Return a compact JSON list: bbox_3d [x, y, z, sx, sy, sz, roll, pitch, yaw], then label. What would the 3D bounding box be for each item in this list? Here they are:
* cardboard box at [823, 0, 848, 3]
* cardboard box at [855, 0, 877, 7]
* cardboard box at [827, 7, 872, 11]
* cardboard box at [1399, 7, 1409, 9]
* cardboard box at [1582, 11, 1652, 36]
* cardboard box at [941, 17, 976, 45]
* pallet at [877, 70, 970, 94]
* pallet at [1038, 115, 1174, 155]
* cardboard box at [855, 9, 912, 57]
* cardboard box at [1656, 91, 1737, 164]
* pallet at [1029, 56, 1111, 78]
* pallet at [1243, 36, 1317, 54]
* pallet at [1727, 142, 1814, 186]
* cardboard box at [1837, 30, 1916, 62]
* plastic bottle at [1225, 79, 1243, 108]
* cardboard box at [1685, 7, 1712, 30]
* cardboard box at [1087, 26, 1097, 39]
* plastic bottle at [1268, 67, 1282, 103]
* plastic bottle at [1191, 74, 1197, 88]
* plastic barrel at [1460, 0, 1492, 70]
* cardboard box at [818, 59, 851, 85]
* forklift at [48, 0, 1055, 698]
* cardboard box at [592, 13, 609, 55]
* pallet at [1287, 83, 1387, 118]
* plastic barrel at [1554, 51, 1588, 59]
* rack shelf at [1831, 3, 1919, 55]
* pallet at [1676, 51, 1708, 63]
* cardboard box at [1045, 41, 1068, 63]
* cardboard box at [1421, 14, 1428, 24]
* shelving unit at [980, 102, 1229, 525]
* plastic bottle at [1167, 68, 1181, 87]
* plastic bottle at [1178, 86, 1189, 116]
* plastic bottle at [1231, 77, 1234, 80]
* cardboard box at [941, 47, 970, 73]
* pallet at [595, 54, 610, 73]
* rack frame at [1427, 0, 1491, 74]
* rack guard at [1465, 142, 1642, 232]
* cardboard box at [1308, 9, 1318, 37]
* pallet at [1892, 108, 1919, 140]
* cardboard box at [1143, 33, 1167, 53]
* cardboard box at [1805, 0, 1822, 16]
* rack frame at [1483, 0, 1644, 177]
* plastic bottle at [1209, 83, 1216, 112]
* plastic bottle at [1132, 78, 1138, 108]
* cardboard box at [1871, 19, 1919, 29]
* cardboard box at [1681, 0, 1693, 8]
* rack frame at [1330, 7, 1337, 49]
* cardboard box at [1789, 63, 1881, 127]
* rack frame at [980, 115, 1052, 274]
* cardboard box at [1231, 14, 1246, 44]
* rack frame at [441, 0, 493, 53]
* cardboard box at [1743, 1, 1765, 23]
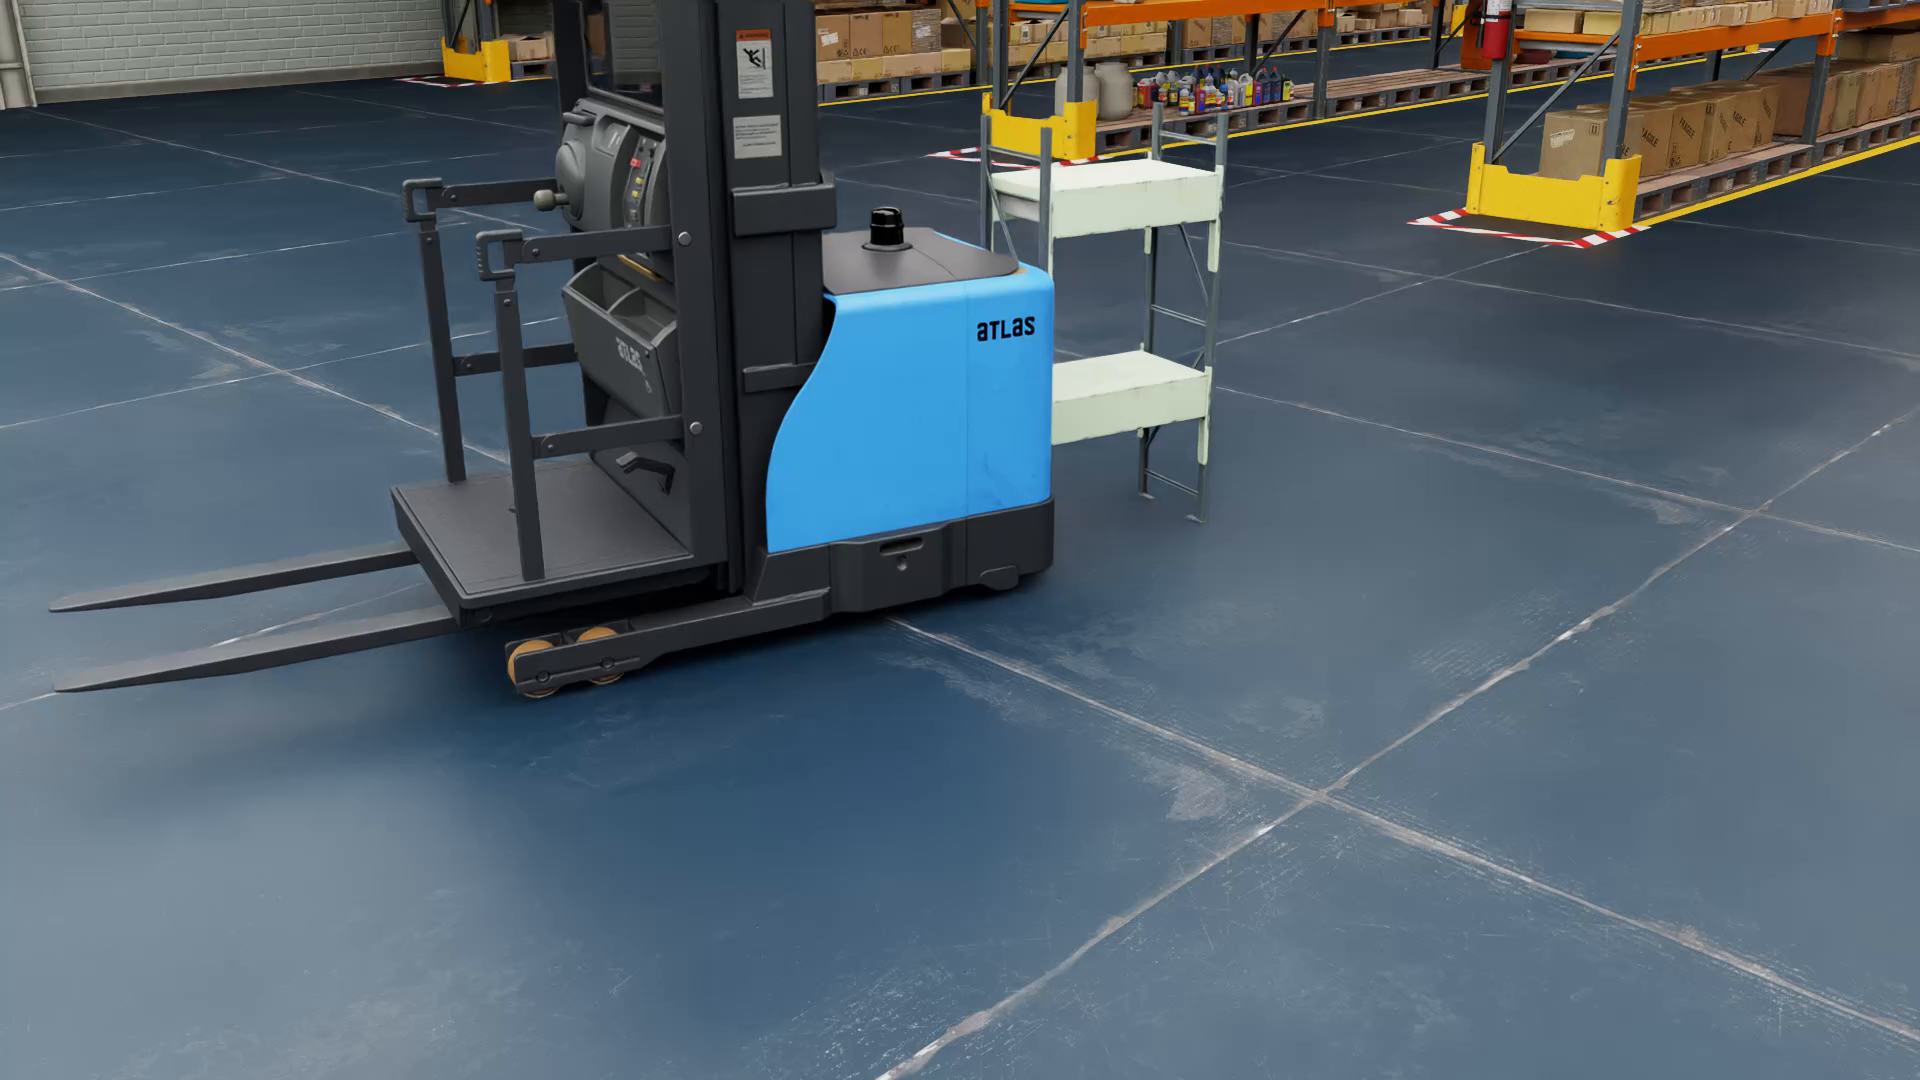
[{"bbox_3d":[-2.078,-8.437,25.669,0.500,0.250,0.500,19,28,40],"label":"cardboard box"},{"bbox_3d":[-1.723,-8.247,26.222,0.700,0.500,0.500,19,28,41],"label":"cardboard box"},{"bbox_3d":[-1.299,-6.208,20.247,0.500,0.500,0.500,19,28,41],"label":"cardboard box"},{"bbox_3d":[7.386,-9.053,28.665,0.500,0.250,0.500,19,28,41],"label":"cardboard box"},{"bbox_3d":[4.620,-3.631,11.691,0.380,0.149,0.250,19,28,41],"label":"cardboard box"},{"bbox_3d":[0.023,-6.593,21.514,0.500,0.311,0.500,19,28,41],"label":"cardboard box"},{"bbox_3d":[-0.639,-5.748,20.734,1.003,0.211,1.213,19,28,41],"label":"pallet"},{"bbox_3d":[1.292,-3.912,15.957,1.003,0.211,1.213,19,28,41],"label":"pallet"},{"bbox_3d":[-0.924,-6.077,19.906,0.500,0.500,0.500,19,28,41],"label":"cardboard box"},{"bbox_3d":[5.963,-3.371,13.563,0.500,0.500,0.500,16,26,36],"label":"cardboard box"},{"bbox_3d":[1.283,-6.456,22.577,1.003,0.211,1.213,19,28,41],"label":"pallet"},{"bbox_3d":[4.987,-7.779,26.021,1.003,0.211,1.213,19,28,41],"label":"pallet"},{"bbox_3d":[6.598,-3.280,14.314,1.003,0.211,1.213,19,28,41],"label":"pallet"},{"bbox_3d":[9.023,-4.861,16.367,0.500,0.250,0.500,-16,26,-36],"label":"cardboard box"},{"bbox_3d":[2.774,-4.526,16.852,0.135,0.276,0.152,-20,28,-41],"label":"plastic bottle"},{"bbox_3d":[5.333,-3.883,12.346,0.380,0.149,0.250,19,28,41],"label":"cardboard box"},{"bbox_3d":[1.484,-6.857,22.199,0.500,0.311,0.500,-19,28,-41],"label":"cardboard box"},{"bbox_3d":[3.250,-4.734,17.289,0.144,0.351,0.185,18,28,39],"label":"plastic bottle"},{"bbox_3d":[2.425,-4.735,17.403,0.097,0.271,0.097,0,21,0],"label":"plastic bottle"},{"bbox_3d":[6.612,-6.344,20.838,0.600,0.830,0.708,19,28,41],"label":"plastic barrel"},{"bbox_3d":[-1.616,-5.468,19.366,0.500,0.250,0.500,19,28,41],"label":"cardboard box"},{"bbox_3d":[-1.226,-1.121,4.907,3.031,2.935,1.130,-11,24,-26],"label":"forklift"},{"bbox_3d":[-4.904,-6.970,22.900,0.700,0.500,0.500,17,27,37],"label":"cardboard box"},{"bbox_3d":[4.012,-4.913,18.561,1.003,0.211,1.213,19,28,41],"label":"pallet"},{"bbox_3d":[8.188,-6.958,22.336,0.600,0.901,0.708,19,28,41],"label":"plastic barrel"},{"bbox_3d":[8.436,-4.941,15.752,1.077,0.370,4.000,19,28,41],"label":"rack shelf"},{"bbox_3d":[10.410,-7.271,24.698,1.003,0.211,1.213,19,28,41],"label":"pallet"},{"bbox_3d":[1.122,-6.462,21.954,0.500,0.250,0.500,18,28,39],"label":"cardboard box"},{"bbox_3d":[7.767,-8.928,28.457,0.380,0.166,0.250,19,28,41],"label":"cardboard box"},{"bbox_3d":[0.497,-0.753,5.943,0.755,1.500,0.431,-12,24,-29],"label":"shelving unit"},{"bbox_3d":[2.204,-4.710,17.227,0.144,0.351,0.185,19,28,40],"label":"plastic bottle"},{"bbox_3d":[2.190,-4.294,16.256,0.097,0.271,0.097,0,21,0],"label":"plastic bottle"},{"bbox_3d":[2.799,-4.589,17.006,0.061,0.283,0.133,19,28,41],"label":"plastic bottle"},{"bbox_3d":[-0.221,-5.982,20.704,0.500,0.250,0.500,19,28,41],"label":"cardboard box"},{"bbox_3d":[-4.900,-6.684,23.170,1.003,0.211,1.213,19,28,41],"label":"pallet"},{"bbox_3d":[6.283,-7.031,20.186,1.000,3.000,0.127,19,28,41],"label":"rack frame"},{"bbox_3d":[4.304,-2.587,12.110,1.175,0.500,0.348,19,28,41],"label":"rack guard"},{"bbox_3d":[5.388,-8.140,25.942,0.500,0.500,0.500,19,28,40],"label":"cardboard box"},{"bbox_3d":[9.285,-4.289,16.939,1.003,0.211,1.213,19,28,41],"label":"pallet"},{"bbox_3d":[2.544,-6.988,23.321,0.500,0.250,0.500,-19,28,-41],"label":"cardboard box"},{"bbox_3d":[6.921,-4.455,13.834,0.380,0.149,0.250,19,28,41],"label":"cardboard box"},{"bbox_3d":[4.251,-3.735,11.610,1.000,3.000,0.127,19,28,41],"label":"rack frame"},{"bbox_3d":[2.499,-4.408,16.552,0.097,0.271,0.097,0,21,0],"label":"plastic bottle"},{"bbox_3d":[1.738,-4.528,16.848,0.133,0.283,0.061,-19,28,-41],"label":"plastic bottle"},{"bbox_3d":[10.328,-5.168,17.714,1.225,0.875,0.875,18,27,38],"label":"cardboard box"},{"bbox_3d":[4.917,-4.213,12.302,0.875,0.500,0.500,19,28,41],"label":"cardboard box"},{"bbox_3d":[5.527,-9.300,26.089,1.000,3.000,0.127,19,28,41],"label":"rack frame"},{"bbox_3d":[8.221,-4.216,15.733,0.700,0.500,0.500,16,26,36],"label":"cardboard box"},{"bbox_3d":[0.184,-0.685,5.766,0.023,1.500,0.400,-12,24,-29],"label":"rack frame"},{"bbox_3d":[3.973,-7.619,24.588,0.500,0.500,0.500,19,28,40],"label":"cardboard box"},{"bbox_3d":[-6.396,-7.454,21.287,1.000,3.000,0.127,19,28,41],"label":"rack frame"},{"bbox_3d":[6.045,-4.135,13.002,0.380,0.149,0.250,19,28,41],"label":"cardboard box"}]
